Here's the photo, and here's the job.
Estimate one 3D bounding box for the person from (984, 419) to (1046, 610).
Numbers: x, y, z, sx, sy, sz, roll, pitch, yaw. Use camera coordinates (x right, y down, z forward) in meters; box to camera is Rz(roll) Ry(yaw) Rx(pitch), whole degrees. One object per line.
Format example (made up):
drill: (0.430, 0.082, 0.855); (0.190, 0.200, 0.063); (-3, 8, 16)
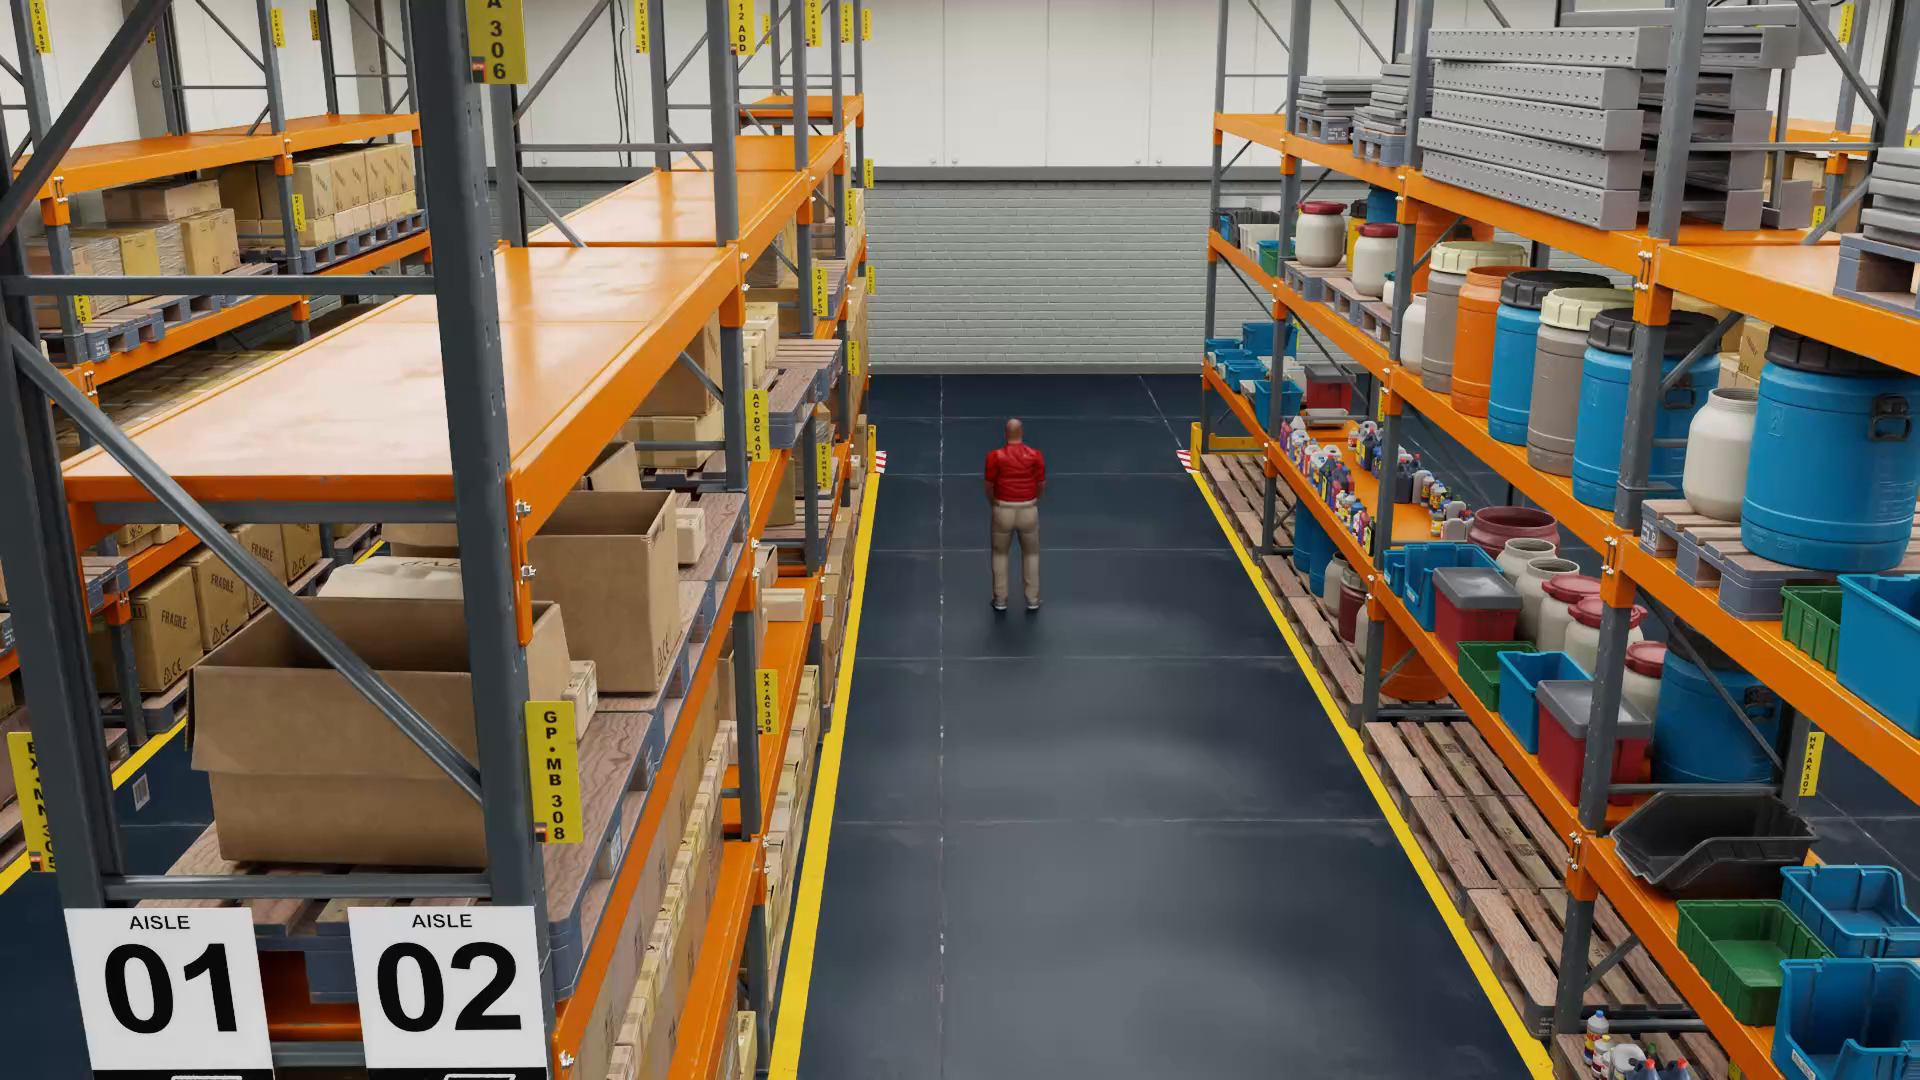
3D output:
person: (0.484, -0.237, 14.830); (0.539, 1.733, 0.423); (-1, 17, -2)
